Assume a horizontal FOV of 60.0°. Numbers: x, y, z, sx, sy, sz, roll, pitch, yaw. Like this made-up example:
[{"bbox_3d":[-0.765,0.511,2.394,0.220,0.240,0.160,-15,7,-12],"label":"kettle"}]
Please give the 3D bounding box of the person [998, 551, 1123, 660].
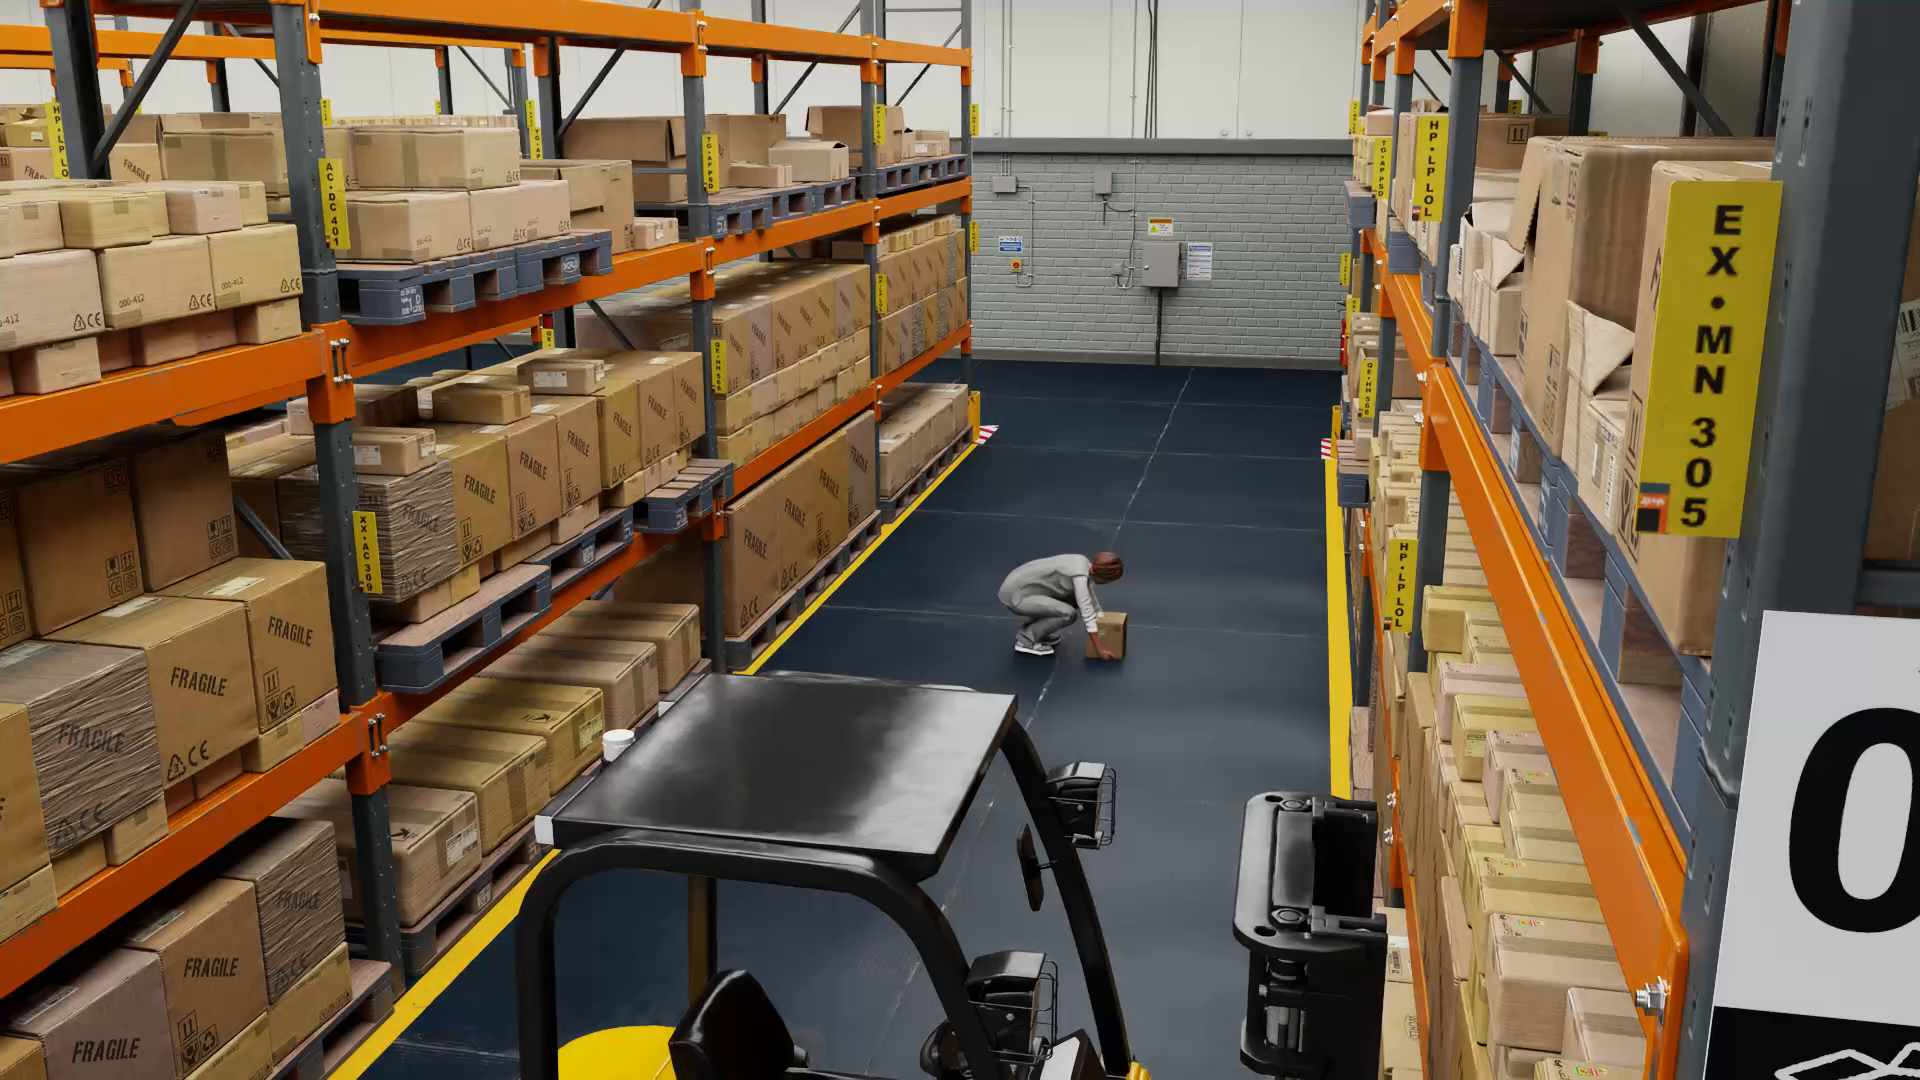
[{"bbox_3d":[0.676,0.442,11.257,0.839,0.756,0.431,3,15,10],"label":"person"}]
